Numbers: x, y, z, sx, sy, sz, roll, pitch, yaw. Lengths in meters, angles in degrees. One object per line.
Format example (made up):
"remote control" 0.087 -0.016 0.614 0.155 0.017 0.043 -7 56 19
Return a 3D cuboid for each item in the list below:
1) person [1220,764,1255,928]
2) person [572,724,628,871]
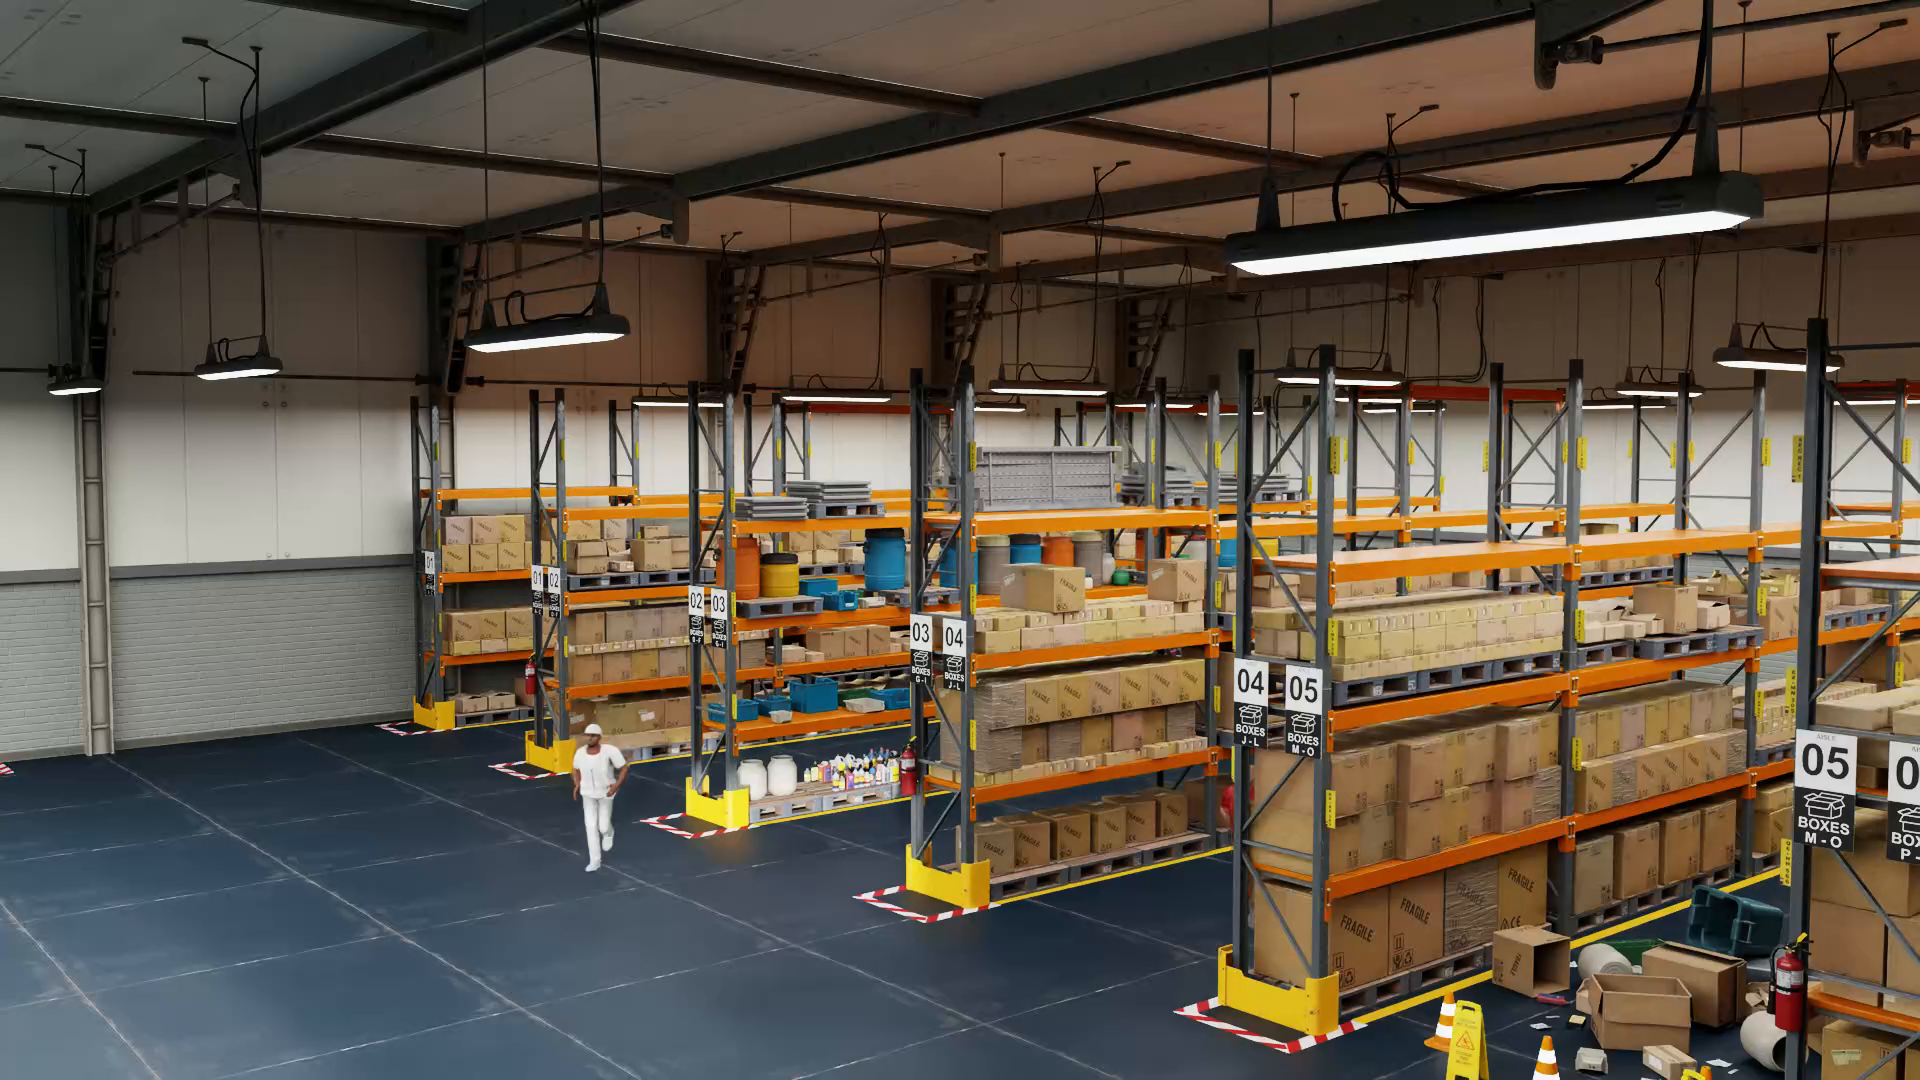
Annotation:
"person" 3.107 3.268 17.904 0.641 1.759 0.790 3 4 40
"person" -4.384 3.094 20.219 0.697 1.754 0.772 0 3 4
